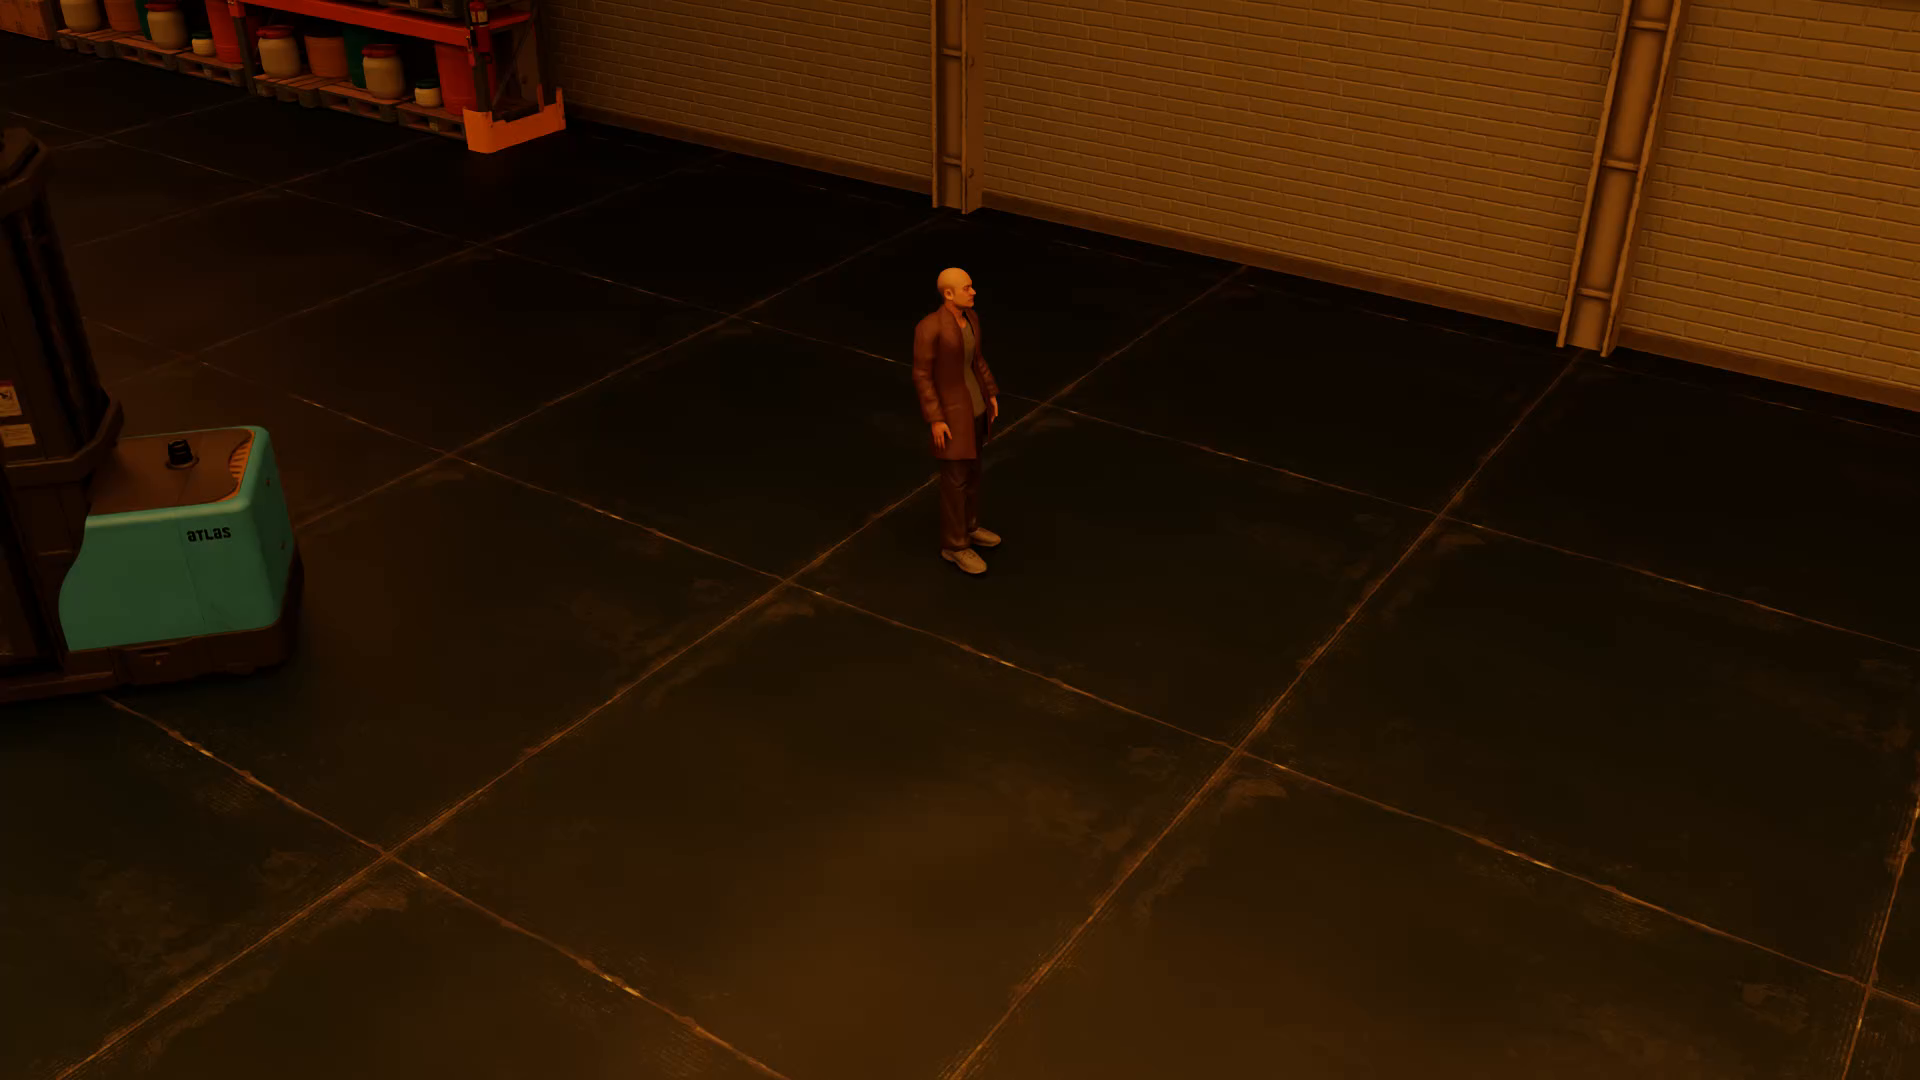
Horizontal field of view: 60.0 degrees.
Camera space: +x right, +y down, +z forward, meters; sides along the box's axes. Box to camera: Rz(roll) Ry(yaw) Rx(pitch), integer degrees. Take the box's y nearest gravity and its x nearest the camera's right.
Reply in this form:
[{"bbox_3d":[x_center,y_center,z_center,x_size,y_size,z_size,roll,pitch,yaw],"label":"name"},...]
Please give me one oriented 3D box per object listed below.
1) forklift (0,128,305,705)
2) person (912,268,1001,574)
[{"bbox_3d":[-5.305,-0.601,8.615,3.031,2.935,1.130,-7,31,-12],"label":"forklift"},{"bbox_3d":[0.072,-0.748,10.003,0.582,1.776,0.696,19,35,29],"label":"person"}]
